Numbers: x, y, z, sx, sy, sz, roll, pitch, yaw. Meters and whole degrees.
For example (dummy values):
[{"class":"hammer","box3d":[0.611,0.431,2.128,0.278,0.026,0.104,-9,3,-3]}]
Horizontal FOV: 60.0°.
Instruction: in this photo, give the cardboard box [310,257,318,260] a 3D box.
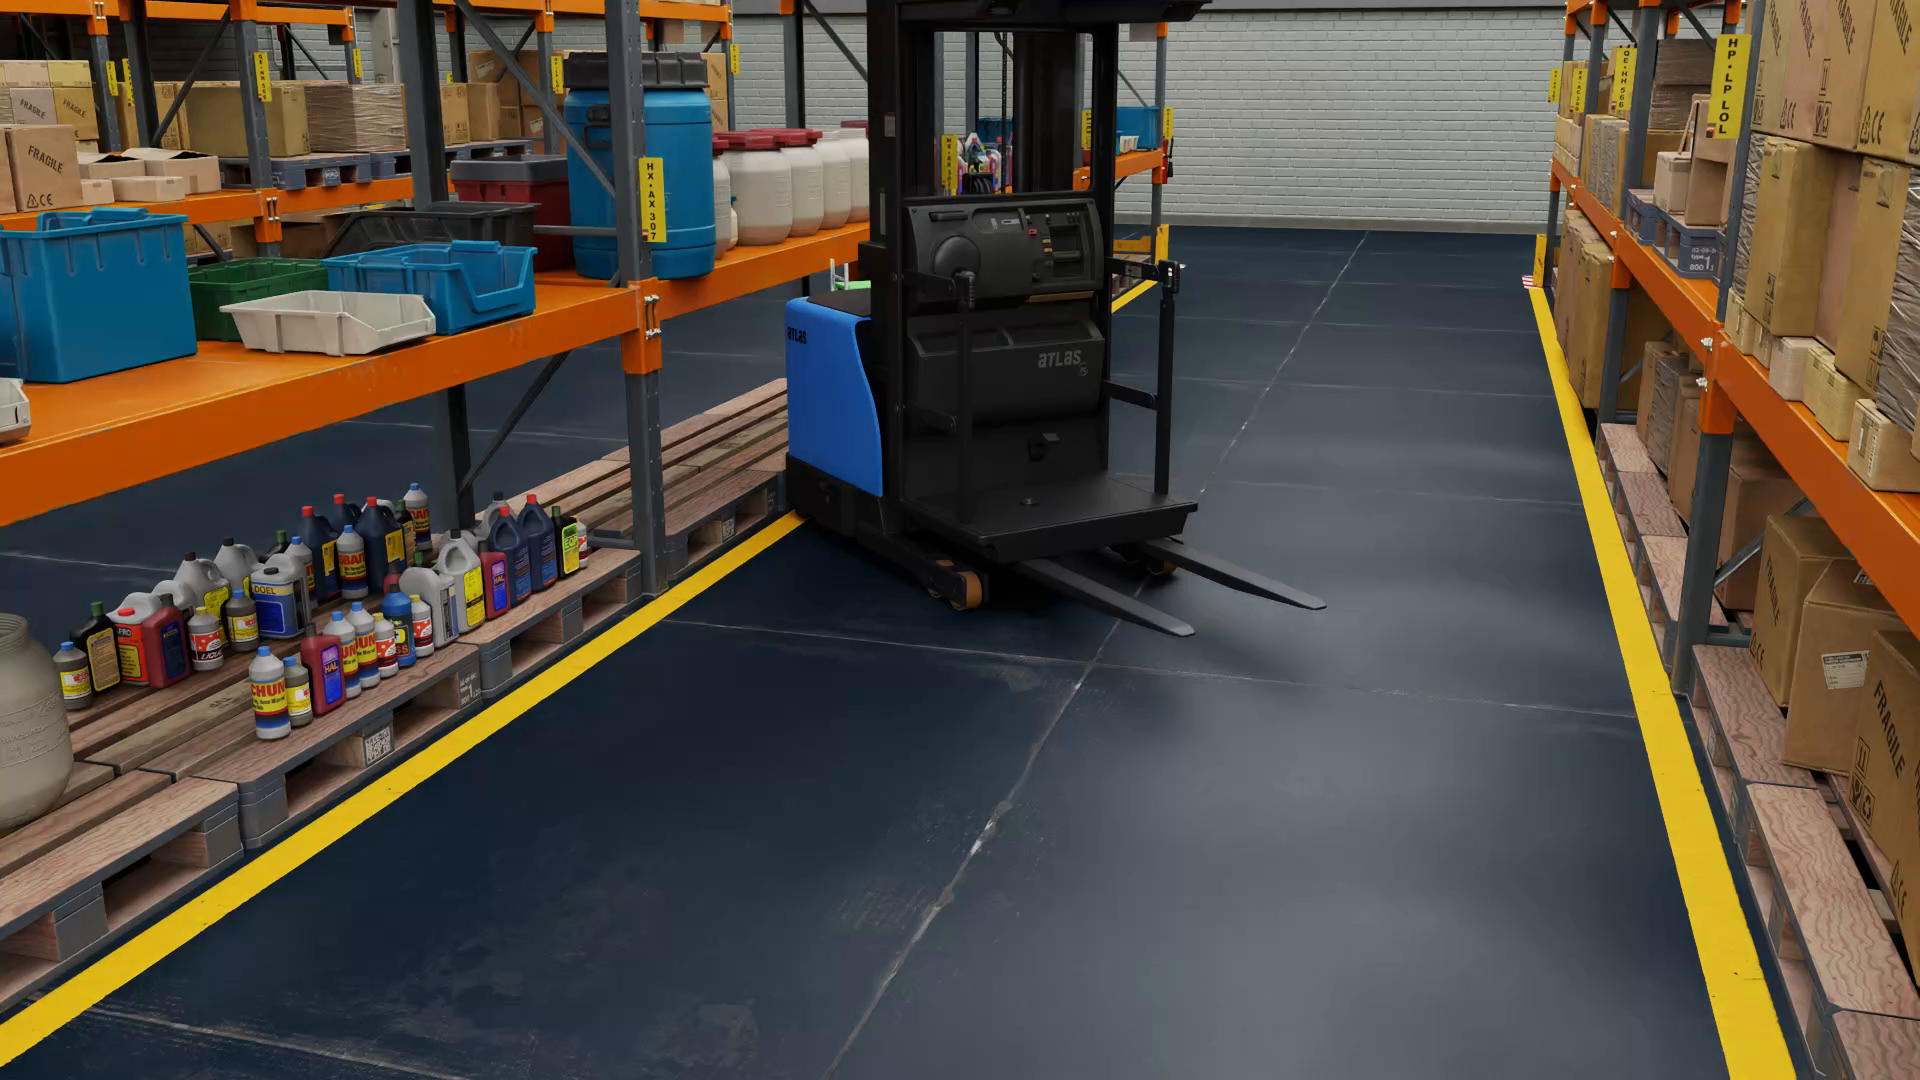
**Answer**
[{"class":"cardboard box","box3d":[-4.798,-1.924,12.891,0.500,0.500,0.500,4,16,14]}]

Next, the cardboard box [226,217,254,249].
[{"class":"cardboard box","box3d":[-8.354,-3.563,18.705,0.700,0.500,0.500,5,17,17]}]

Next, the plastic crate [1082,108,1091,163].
[{"class":"plastic crate","box3d":[1.034,-3.616,14.853,0.402,0.464,0.583,5,16,16]}]

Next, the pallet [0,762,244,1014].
[{"class":"pallet","box3d":[-2.657,0.903,4.258,1.003,0.211,1.213,5,16,16]}]

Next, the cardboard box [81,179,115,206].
[{"class":"cardboard box","box3d":[-5.653,-2.222,10.626,0.380,0.149,0.250,6,17,20]}]

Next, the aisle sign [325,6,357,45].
[{"class":"aisle sign","box3d":[-7.513,-6.403,20.143,0.394,0.787,0.004,5,16,16]}]

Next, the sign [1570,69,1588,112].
[{"class":"sign","box3d":[4.756,-3.455,12.783,0.100,0.325,0.005,5,16,16]}]

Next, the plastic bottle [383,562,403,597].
[{"class":"plastic bottle","box3d":[-1.938,0.206,5.779,0.061,0.283,0.133,5,16,16]}]

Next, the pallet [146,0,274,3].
[{"class":"pallet","box3d":[-8.367,-6.042,18.300,1.003,0.211,1.213,5,16,16]}]

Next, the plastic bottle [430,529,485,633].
[{"class":"plastic bottle","box3d":[-1.786,0.139,5.890,0.144,0.351,0.185,5,16,16]}]

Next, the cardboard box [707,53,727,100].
[{"class":"cardboard box","box3d":[-2.934,-5.165,18.527,0.500,0.500,0.500,4,16,15]}]

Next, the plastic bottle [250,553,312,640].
[{"class":"plastic bottle","box3d":[-2.386,0.194,5.833,0.152,0.276,0.135,5,16,16]}]

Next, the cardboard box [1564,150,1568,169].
[{"class":"cardboard box","box3d":[5.426,-3.279,14.352,0.380,0.149,0.250,4,16,15]}]

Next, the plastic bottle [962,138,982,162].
[{"class":"plastic bottle","box3d":[0.096,-2.741,12.086,0.144,0.351,0.185,5,16,16]}]

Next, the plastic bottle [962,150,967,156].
[{"class":"plastic bottle","box3d":[0.064,-3.054,13.465,0.097,0.201,0.097,0,16,0]}]

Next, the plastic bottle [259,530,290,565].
[{"class":"plastic bottle","box3d":[-2.501,0.114,6.101,0.061,0.283,0.133,5,17,18]}]

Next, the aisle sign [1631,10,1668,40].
[{"class":"aisle sign","box3d":[6.734,-5.251,16.080,0.394,0.787,0.004,5,16,16]}]

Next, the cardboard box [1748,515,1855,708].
[{"class":"cardboard box","box3d":[2.864,0.237,5.308,0.500,0.500,0.500,4,16,14]}]

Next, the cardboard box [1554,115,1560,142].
[{"class":"cardboard box","box3d":[6.030,-3.971,16.062,0.500,0.250,0.500,4,16,14]}]

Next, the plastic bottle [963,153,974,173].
[{"class":"plastic bottle","box3d":[0.050,-2.480,11.290,0.061,0.283,0.133,5,16,16]}]

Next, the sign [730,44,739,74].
[{"class":"sign","box3d":[-2.545,-5.435,18.791,0.100,0.325,0.005,5,16,16]}]

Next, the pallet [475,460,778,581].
[{"class":"pallet","box3d":[-1.547,-0.116,7.852,1.003,0.211,1.213,5,16,16]}]

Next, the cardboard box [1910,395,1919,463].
[{"class":"cardboard box","box3d":[2.089,-0.292,2.632,0.875,0.500,0.500,5,16,16]}]

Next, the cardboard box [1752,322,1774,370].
[{"class":"cardboard box","box3d":[2.538,-0.579,4.835,0.380,0.149,0.250,5,16,16]}]

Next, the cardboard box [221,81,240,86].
[{"class":"cardboard box","box3d":[-8.378,-4.777,18.625,0.980,0.700,0.700,4,16,13]}]

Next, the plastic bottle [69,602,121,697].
[{"class":"plastic bottle","box3d":[-2.753,0.346,5.284,0.061,0.283,0.133,5,17,17]}]

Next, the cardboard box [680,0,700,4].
[{"class":"cardboard box","box3d":[-3.117,-5.860,17.770,0.500,0.250,0.500,5,16,16]}]

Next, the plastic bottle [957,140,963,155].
[{"class":"plastic bottle","box3d":[-0.061,-3.095,13.472,0.152,0.276,0.135,5,16,16]}]

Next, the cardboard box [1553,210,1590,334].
[{"class":"cardboard box","box3d":[5.126,-1.969,12.398,1.225,0.875,0.875,5,16,16]}]

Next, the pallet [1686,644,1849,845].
[{"class":"pallet","box3d":[2.859,0.655,5.134,1.003,0.211,1.213,5,16,16]}]

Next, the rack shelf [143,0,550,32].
[{"class":"rack shelf","box3d":[-4.776,-4.301,13.317,1.077,0.370,4.000,5,16,16]}]

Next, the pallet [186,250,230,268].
[{"class":"pallet","box3d":[-8.667,-2.962,17.884,1.003,0.211,1.213,5,16,16]}]

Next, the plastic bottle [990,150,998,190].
[{"class":"plastic bottle","box3d":[0.224,-2.652,11.919,0.097,0.271,0.097,0,16,0]}]

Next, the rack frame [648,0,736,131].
[{"class":"rack frame","box3d":[-3.071,-4.774,19.163,1.000,3.000,0.127,5,16,16]}]

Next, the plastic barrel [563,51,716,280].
[{"class":"plastic barrel","box3d":[-1.333,-1.568,6.941,0.600,0.901,0.708,5,16,16]}]

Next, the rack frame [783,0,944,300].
[{"class":"rack frame","box3d":[-0.596,-2.296,10.426,1.000,3.000,0.127,5,16,16]}]

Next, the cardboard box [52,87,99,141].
[{"class":"cardboard box","box3d":[-8.848,-4.171,16.272,0.500,0.500,0.500,4,16,15]}]

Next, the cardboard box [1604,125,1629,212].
[{"class":"cardboard box","box3d":[4.202,-2.238,10.039,0.500,0.500,0.500,4,16,15]}]

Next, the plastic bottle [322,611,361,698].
[{"class":"plastic bottle","box3d":[-1.958,0.358,5.262,0.097,0.271,0.097,0,16,0]}]

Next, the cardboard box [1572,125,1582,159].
[{"class":"cardboard box","box3d":[5.163,-3.165,13.220,0.500,0.250,0.500,4,16,15]}]

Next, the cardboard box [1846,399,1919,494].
[{"class":"cardboard box","box3d":[2.087,-0.189,3.459,0.380,0.149,0.250,5,16,16]}]

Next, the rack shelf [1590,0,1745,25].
[{"class":"rack shelf","box3d":[4.721,-3.532,10.605,1.077,0.370,4.000,5,16,16]}]

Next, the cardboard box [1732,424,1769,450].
[{"class":"cardboard box","box3d":[3.364,-0.156,6.658,0.700,0.500,0.500,5,16,16]}]

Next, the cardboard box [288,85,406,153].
[{"class":"cardboard box","box3d":[-4.831,-3.329,13.116,0.700,0.500,0.500,8,18,26]}]

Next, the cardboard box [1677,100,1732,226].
[{"class":"cardboard box","box3d":[3.420,-1.577,6.935,0.797,0.503,0.637,6,17,22]}]

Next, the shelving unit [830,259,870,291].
[{"class":"shelving unit","box3d":[-0.385,-0.853,8.638,0.503,1.200,0.258,-7,17,-22]}]

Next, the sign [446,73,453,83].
[{"class":"sign","box3d":[-4.730,-4.184,15.496,0.100,0.325,0.005,5,16,16]}]

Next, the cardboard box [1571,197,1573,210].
[{"class":"cardboard box","box3d":[6.062,-2.773,15.232,0.875,0.875,0.875,5,16,16]}]

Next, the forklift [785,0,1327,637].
[{"class":"forklift","box3d":[0.313,-1.262,6.908,1.130,2.935,3.031,-9,18,-29]}]

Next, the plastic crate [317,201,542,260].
[{"class":"plastic crate","box3d":[-2.004,-1.092,6.297,0.767,0.338,0.504,5,16,16]}]

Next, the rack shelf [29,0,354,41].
[{"class":"rack shelf","box3d":[-8.390,-5.731,18.358,1.077,0.370,4.000,5,16,16]}]

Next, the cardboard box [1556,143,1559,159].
[{"class":"cardboard box","box3d":[5.865,-3.682,15.775,0.380,0.149,0.250,4,16,15]}]

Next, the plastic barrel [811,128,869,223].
[{"class":"plastic barrel","box3d":[-0.684,-2.064,9.403,0.421,0.512,0.421,0,16,0]}]
